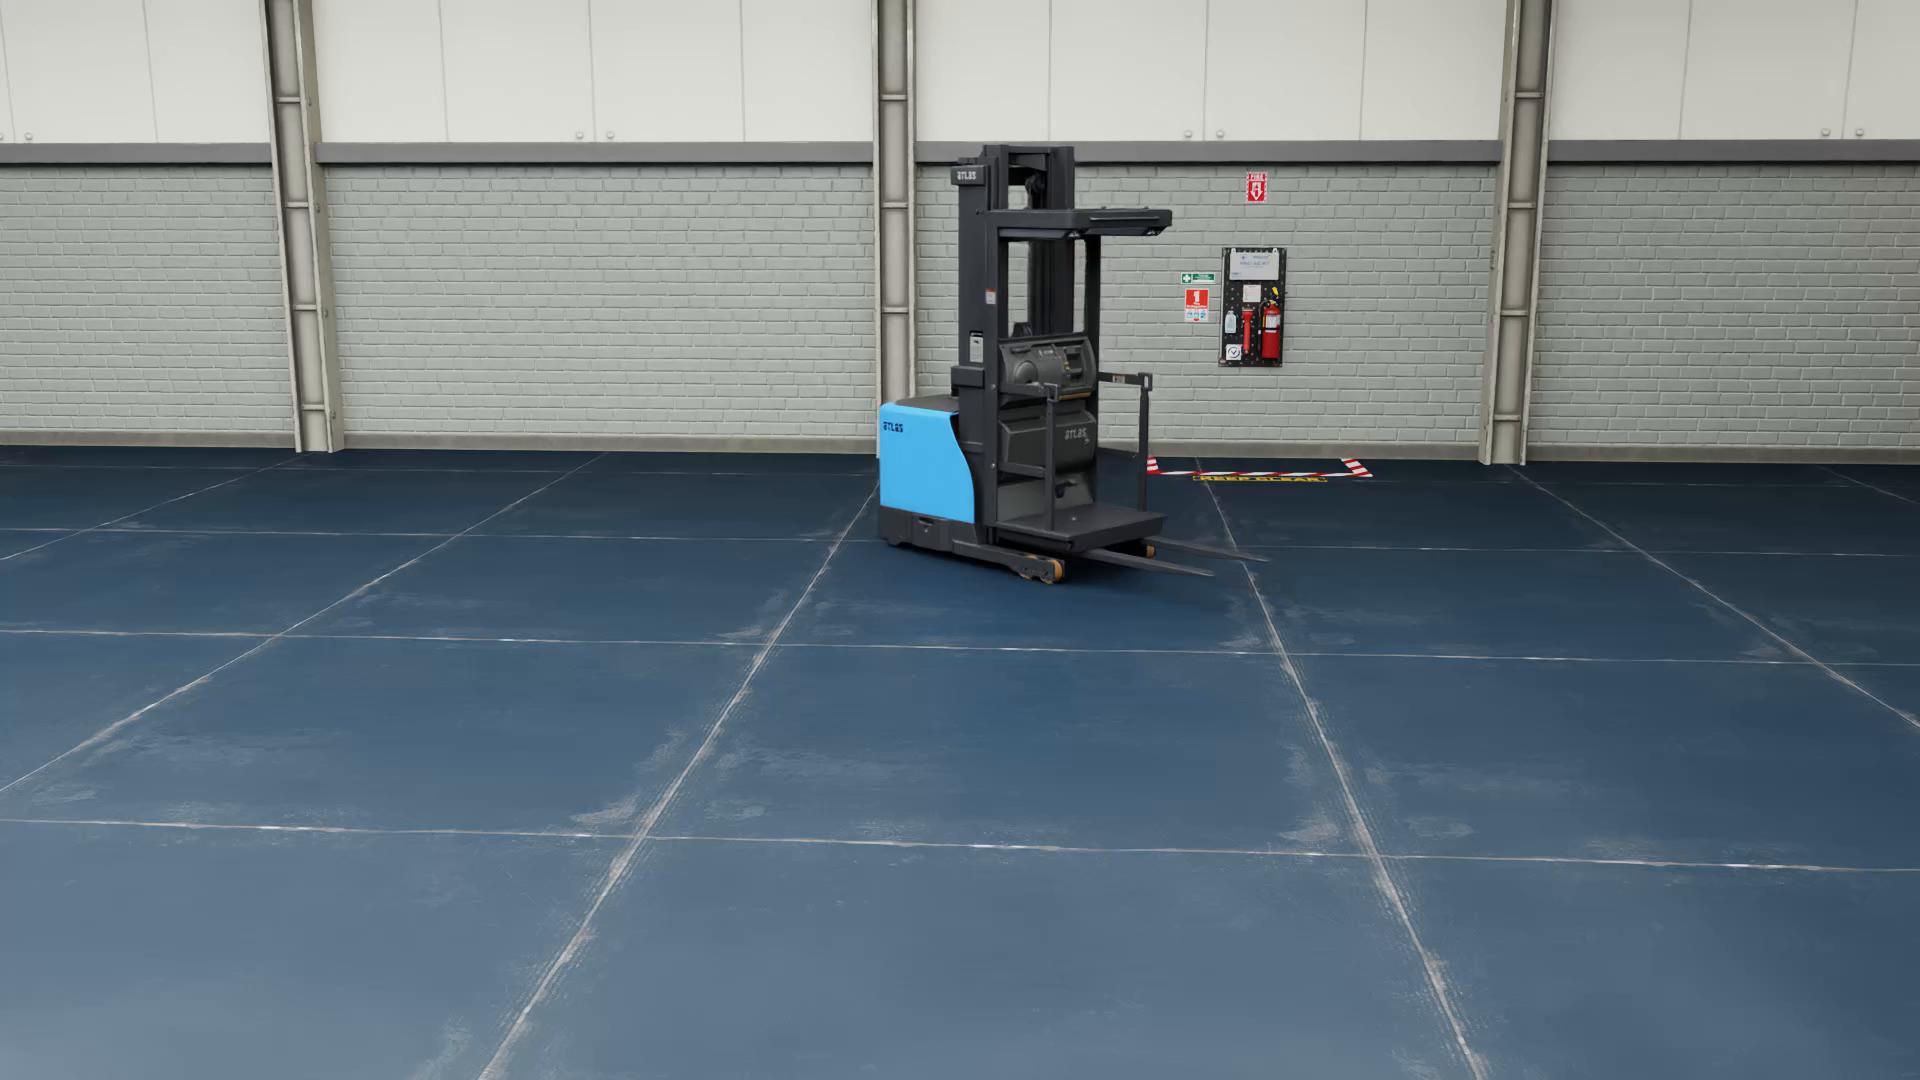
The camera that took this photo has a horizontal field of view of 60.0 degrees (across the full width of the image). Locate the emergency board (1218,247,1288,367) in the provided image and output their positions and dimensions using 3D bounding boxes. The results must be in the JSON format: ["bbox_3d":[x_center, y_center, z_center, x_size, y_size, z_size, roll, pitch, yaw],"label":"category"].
[{"bbox_3d":[2.890,-2.278,16.334,0.643,1.169,0.194,1,12,4],"label":"emergency board"}]

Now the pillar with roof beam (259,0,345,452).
[{"bbox_3d":[-6.908,-4.458,12.101,0.400,9.000,9.100,1,12,4],"label":"pillar with roof beam"}]

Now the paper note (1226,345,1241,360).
[{"bbox_3d":[2.718,-1.864,16.503,0.142,0.148,0.016,1,12,4],"label":"paper note"}]

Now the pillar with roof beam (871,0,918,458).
[{"bbox_3d":[-0.922,-4.376,11.709,0.400,9.000,9.100,1,12,4],"label":"pillar with roof beam"}]

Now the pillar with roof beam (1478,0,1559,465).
[{"bbox_3d":[5.065,-4.294,11.316,0.400,9.000,9.100,1,12,4],"label":"pillar with roof beam"}]

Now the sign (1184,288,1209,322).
[{"bbox_3d":[2.345,-2.324,16.467,0.234,0.329,0.001,1,12,4],"label":"sign"}]

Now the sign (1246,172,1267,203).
[{"bbox_3d":[2.888,-3.433,16.194,0.199,0.298,0.001,1,12,4],"label":"sign"}]

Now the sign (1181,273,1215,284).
[{"bbox_3d":[2.349,-2.582,16.404,0.331,0.109,0.001,1,12,4],"label":"sign"}]

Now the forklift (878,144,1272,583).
[{"bbox_3d":[0.775,-1.257,11.617,1.130,2.935,3.031,-11,16,-44],"label":"forklift"}]
